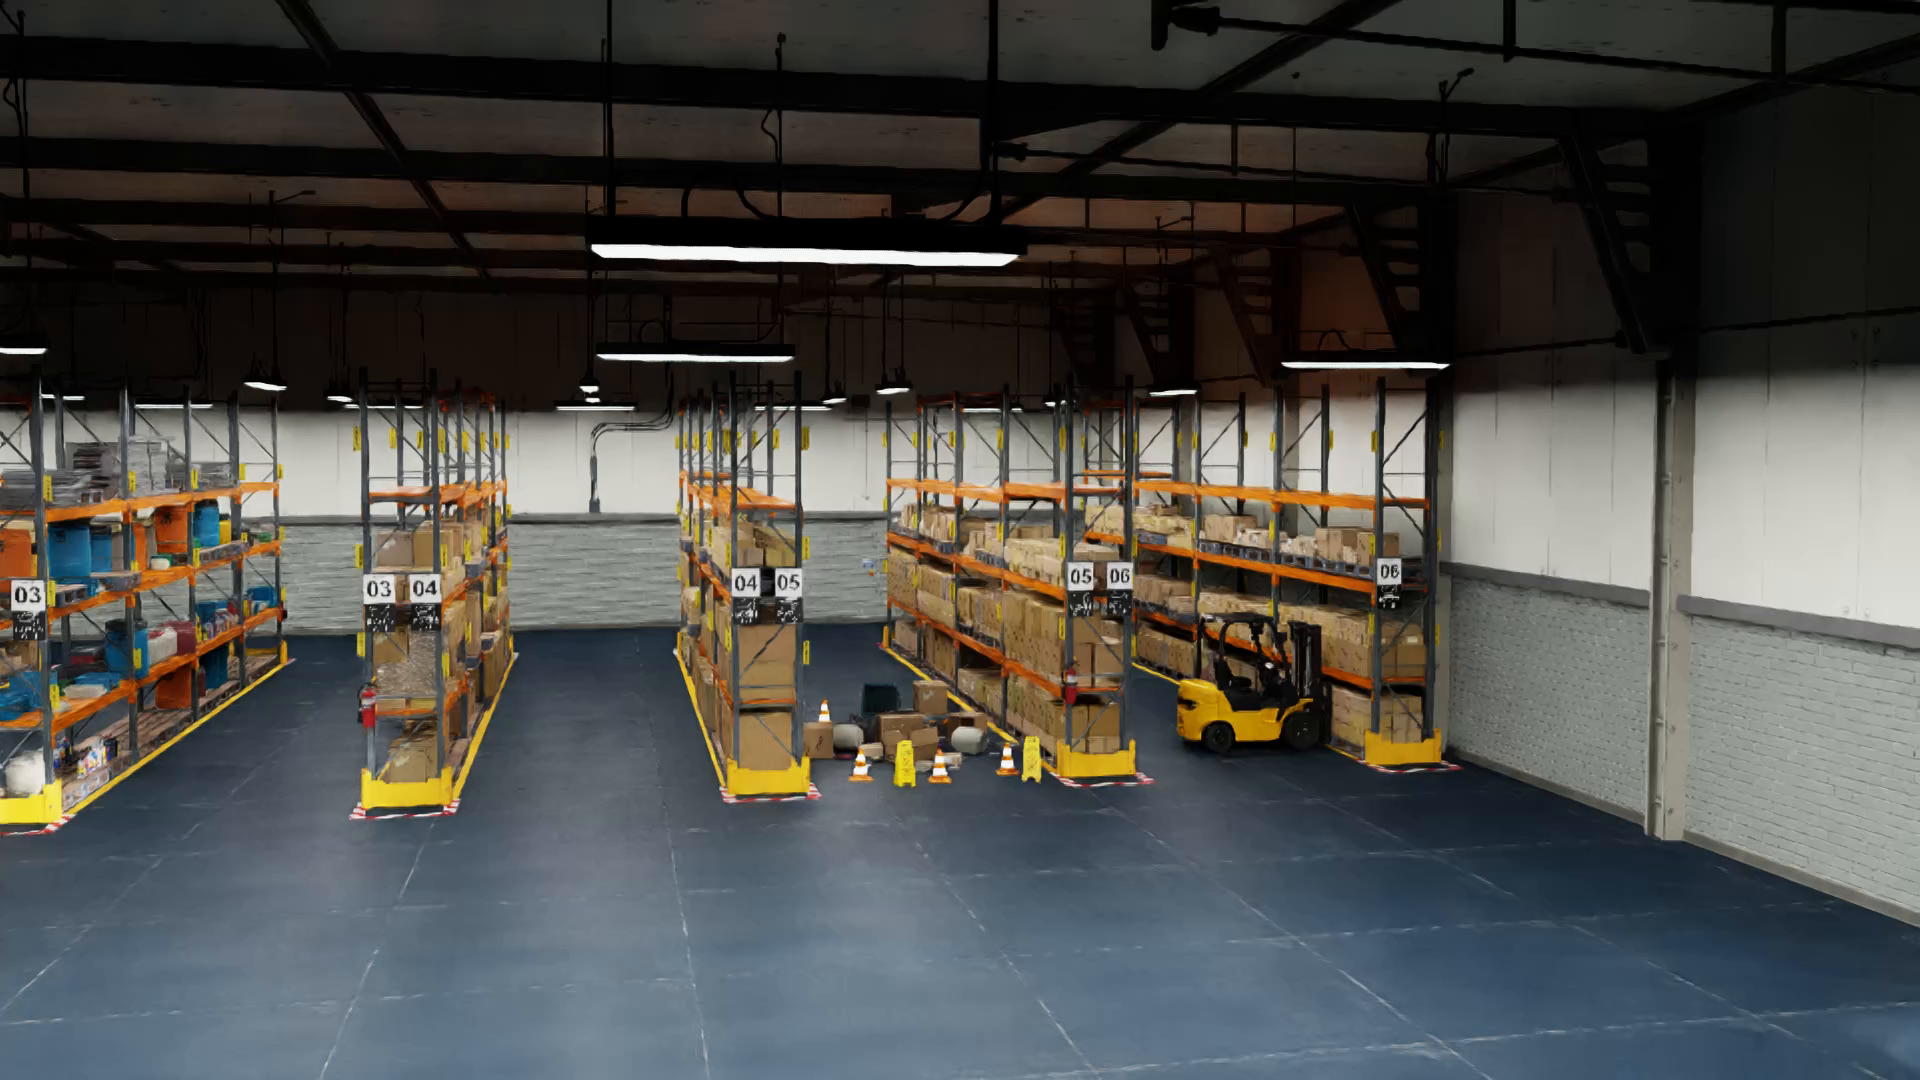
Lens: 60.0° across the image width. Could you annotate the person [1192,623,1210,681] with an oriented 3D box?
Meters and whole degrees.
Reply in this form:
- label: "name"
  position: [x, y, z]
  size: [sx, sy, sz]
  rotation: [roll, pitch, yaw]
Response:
- label: "person"
  position: [4.390, 2.335, 30.514]
  size: [0.565, 1.666, 0.543]
  rotation: [1, 3, 12]
